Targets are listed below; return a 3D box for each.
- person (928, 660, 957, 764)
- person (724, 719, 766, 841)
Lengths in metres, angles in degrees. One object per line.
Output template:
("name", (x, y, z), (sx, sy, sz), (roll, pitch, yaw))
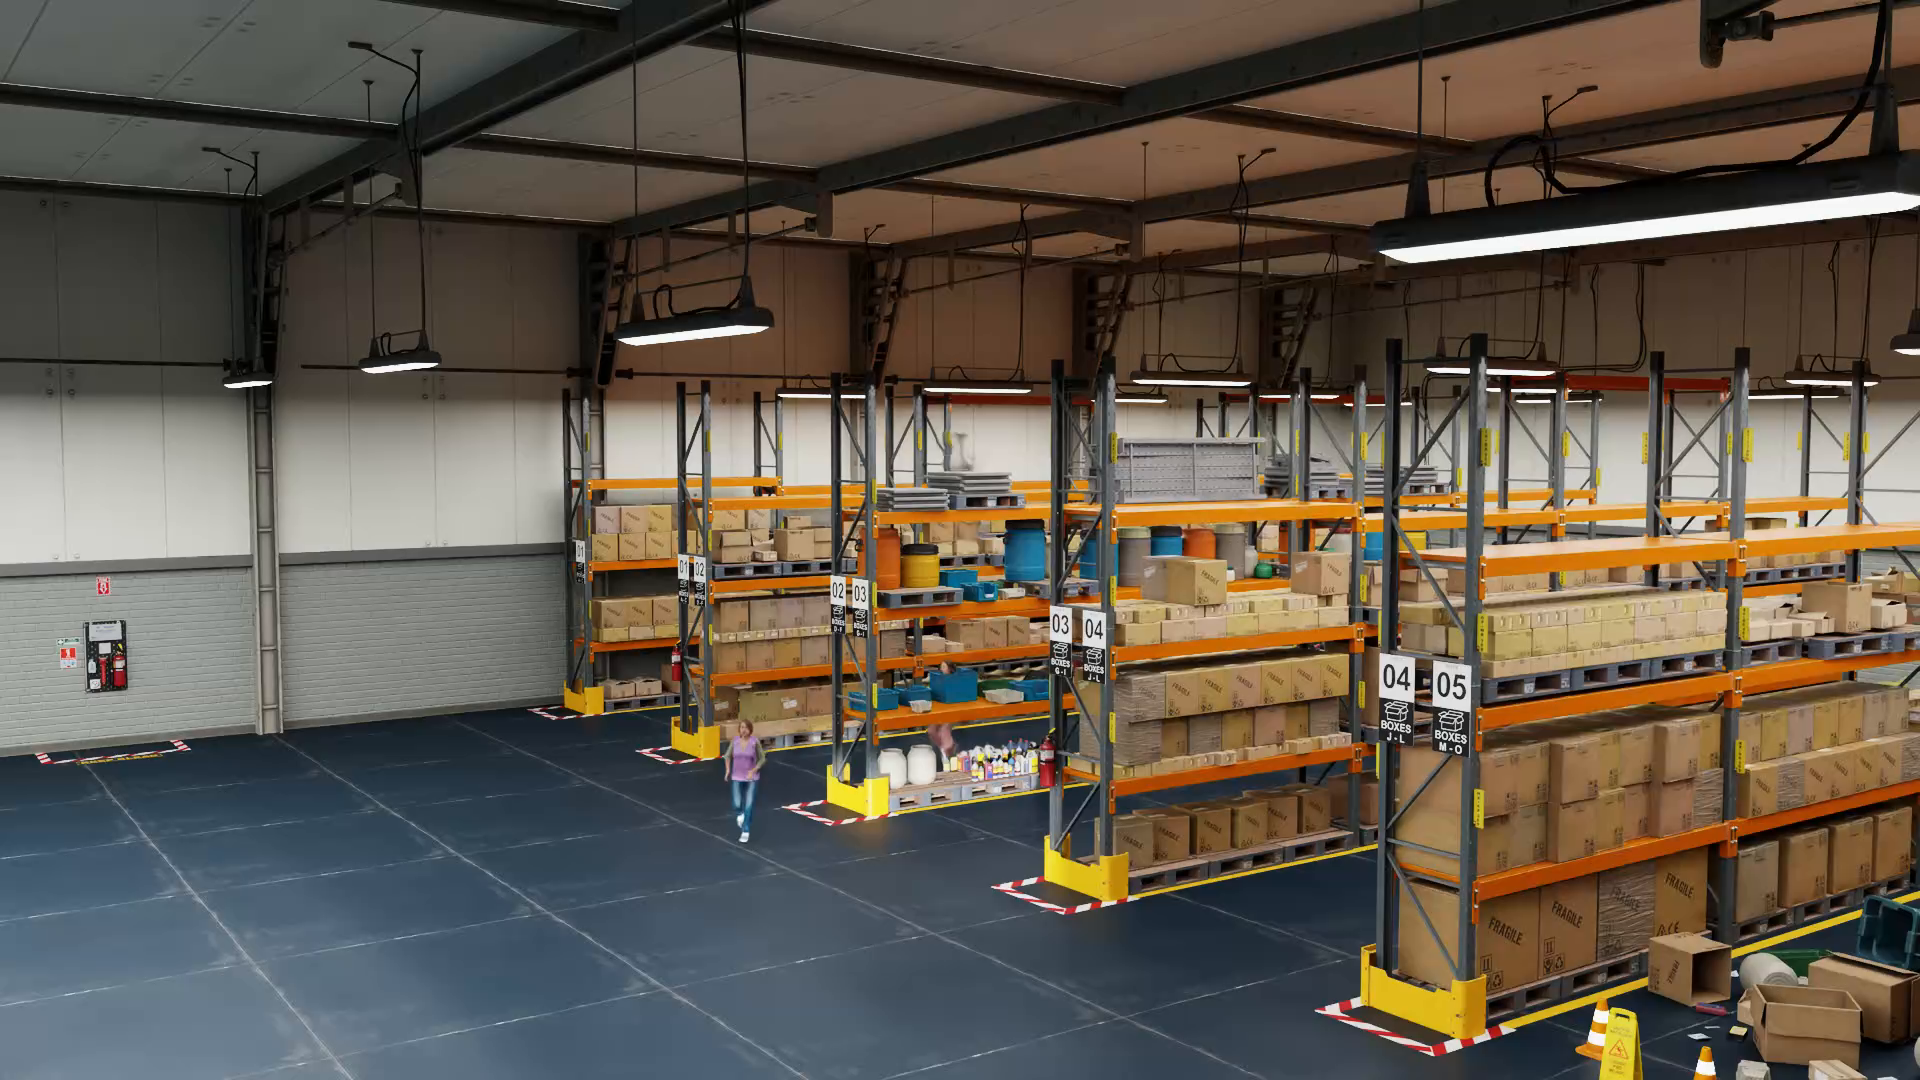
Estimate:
("person", (-0.250, 2.681, 25.875), (0.494, 1.643, 0.561), (-3, 5, -44))
("person", (-2.734, 3.042, 21.090), (0.538, 1.555, 0.542), (0, 4, -1))
